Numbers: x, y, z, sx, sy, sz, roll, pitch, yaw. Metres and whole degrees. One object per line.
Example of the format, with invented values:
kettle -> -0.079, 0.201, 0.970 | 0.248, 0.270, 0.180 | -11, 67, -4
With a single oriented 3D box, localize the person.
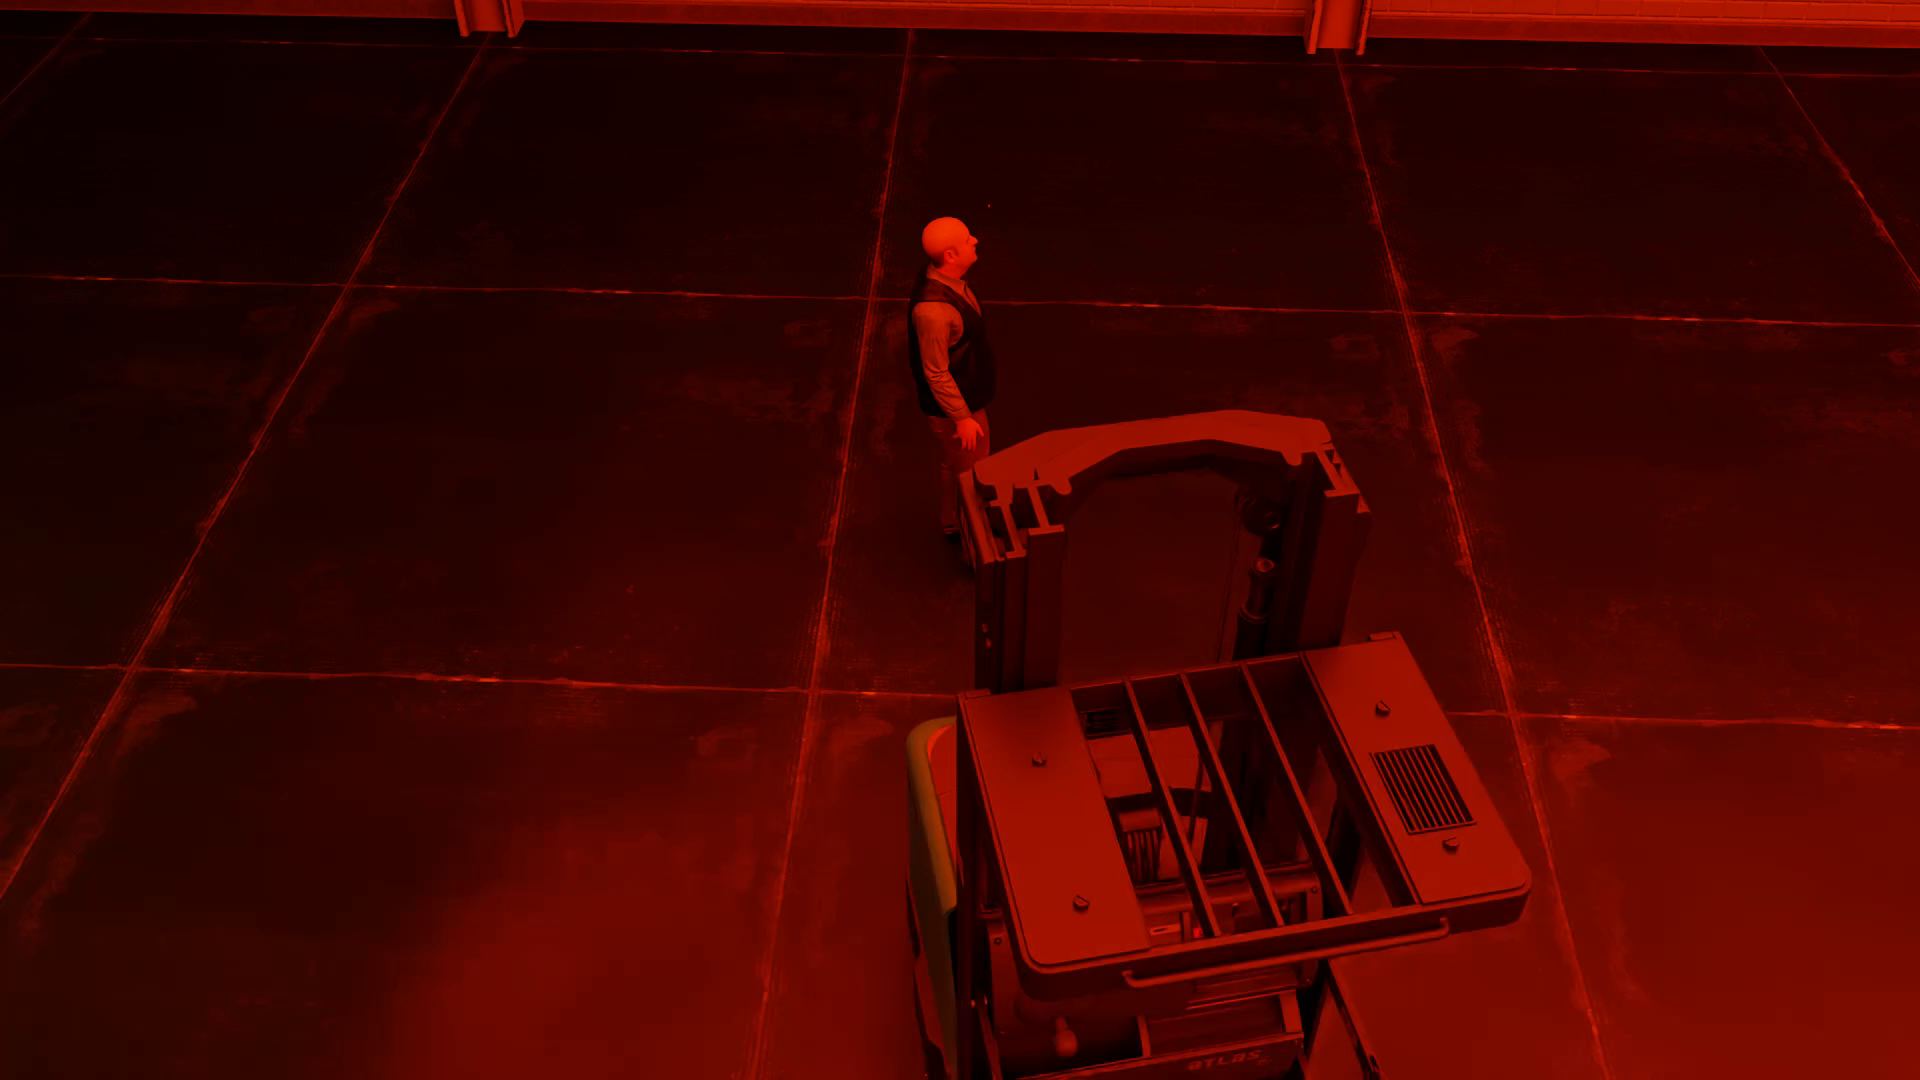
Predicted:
person -> 0.061, -0.634, 7.323 | 0.568, 1.720, 0.632 | 2, 42, 2

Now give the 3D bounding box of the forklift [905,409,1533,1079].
forklift -> 0.580, 1.245, 4.379 | 1.130, 2.935, 3.031 | -7, 43, -8
